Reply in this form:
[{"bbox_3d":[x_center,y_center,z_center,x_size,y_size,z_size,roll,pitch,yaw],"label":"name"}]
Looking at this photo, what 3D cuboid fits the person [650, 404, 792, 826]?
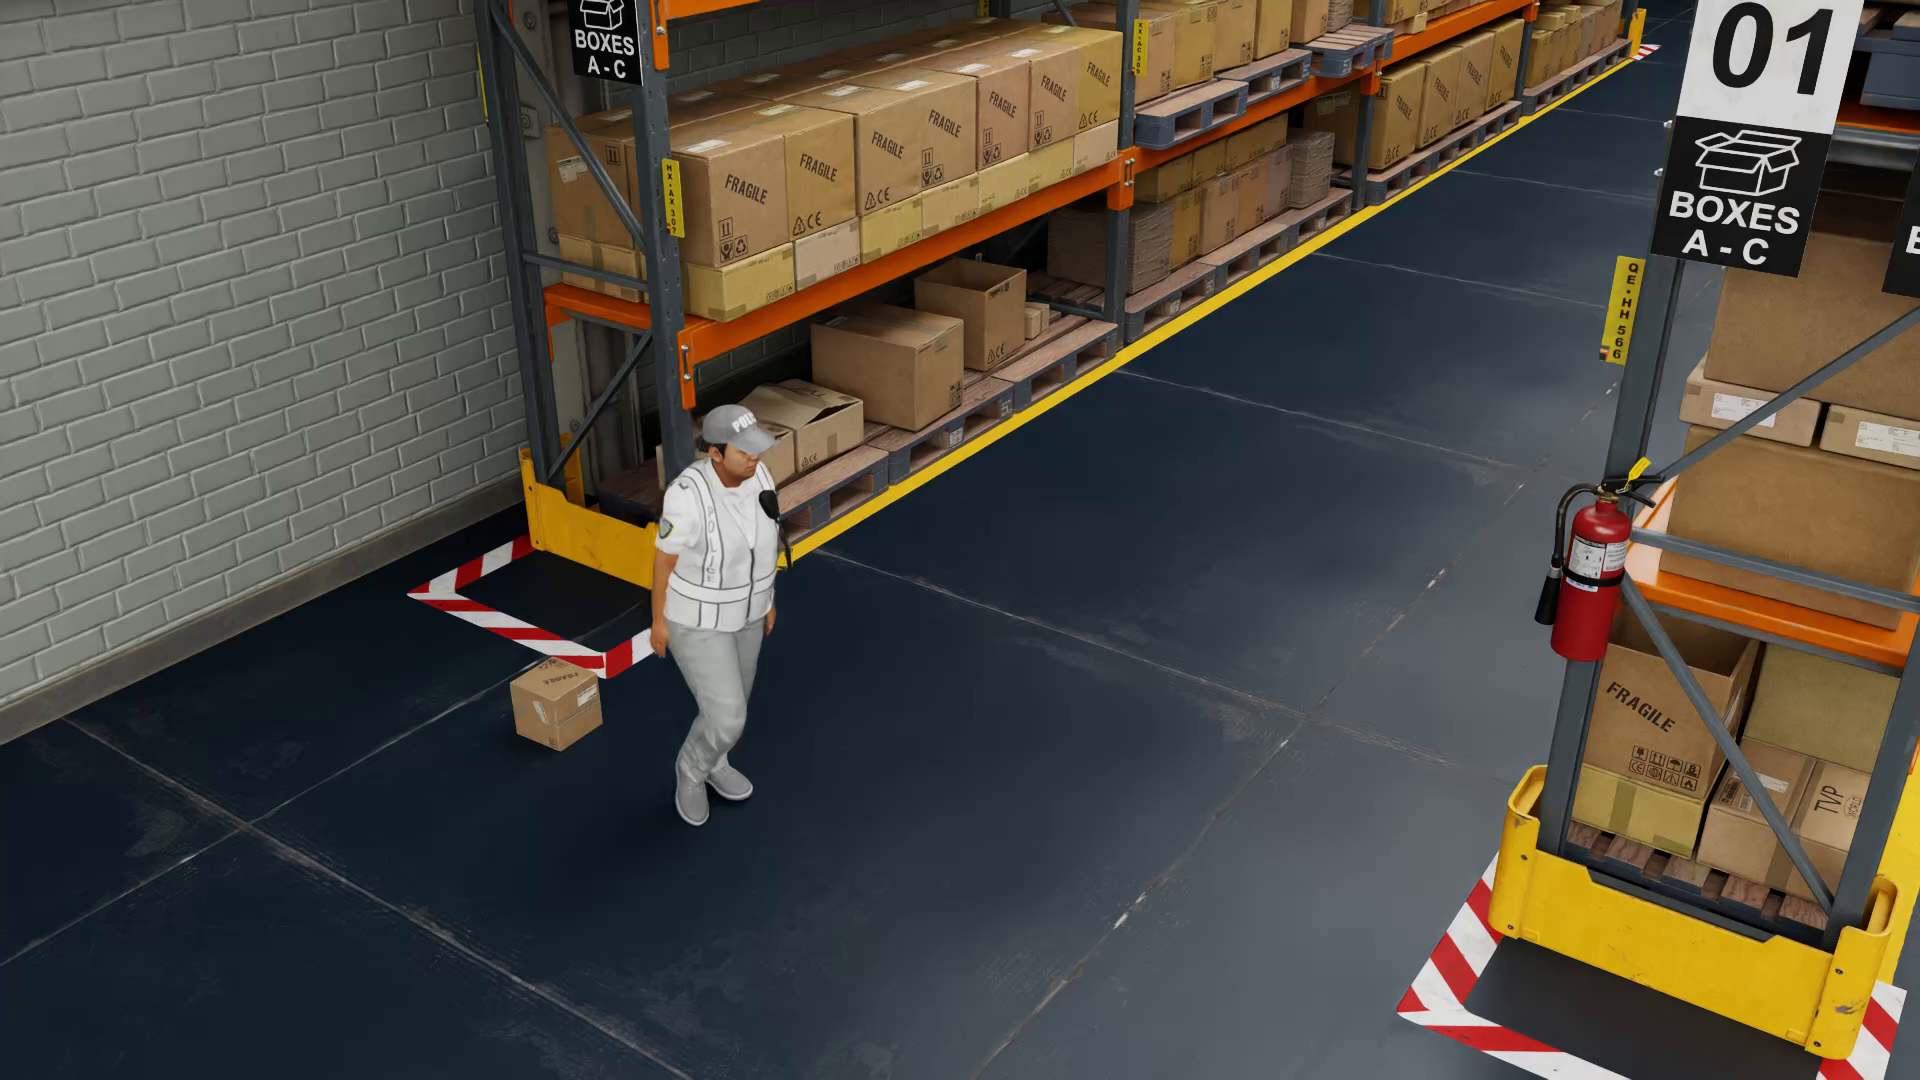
[{"bbox_3d":[-0.867,0.266,6.066,0.508,1.647,0.528,21,34,35],"label":"person"}]
